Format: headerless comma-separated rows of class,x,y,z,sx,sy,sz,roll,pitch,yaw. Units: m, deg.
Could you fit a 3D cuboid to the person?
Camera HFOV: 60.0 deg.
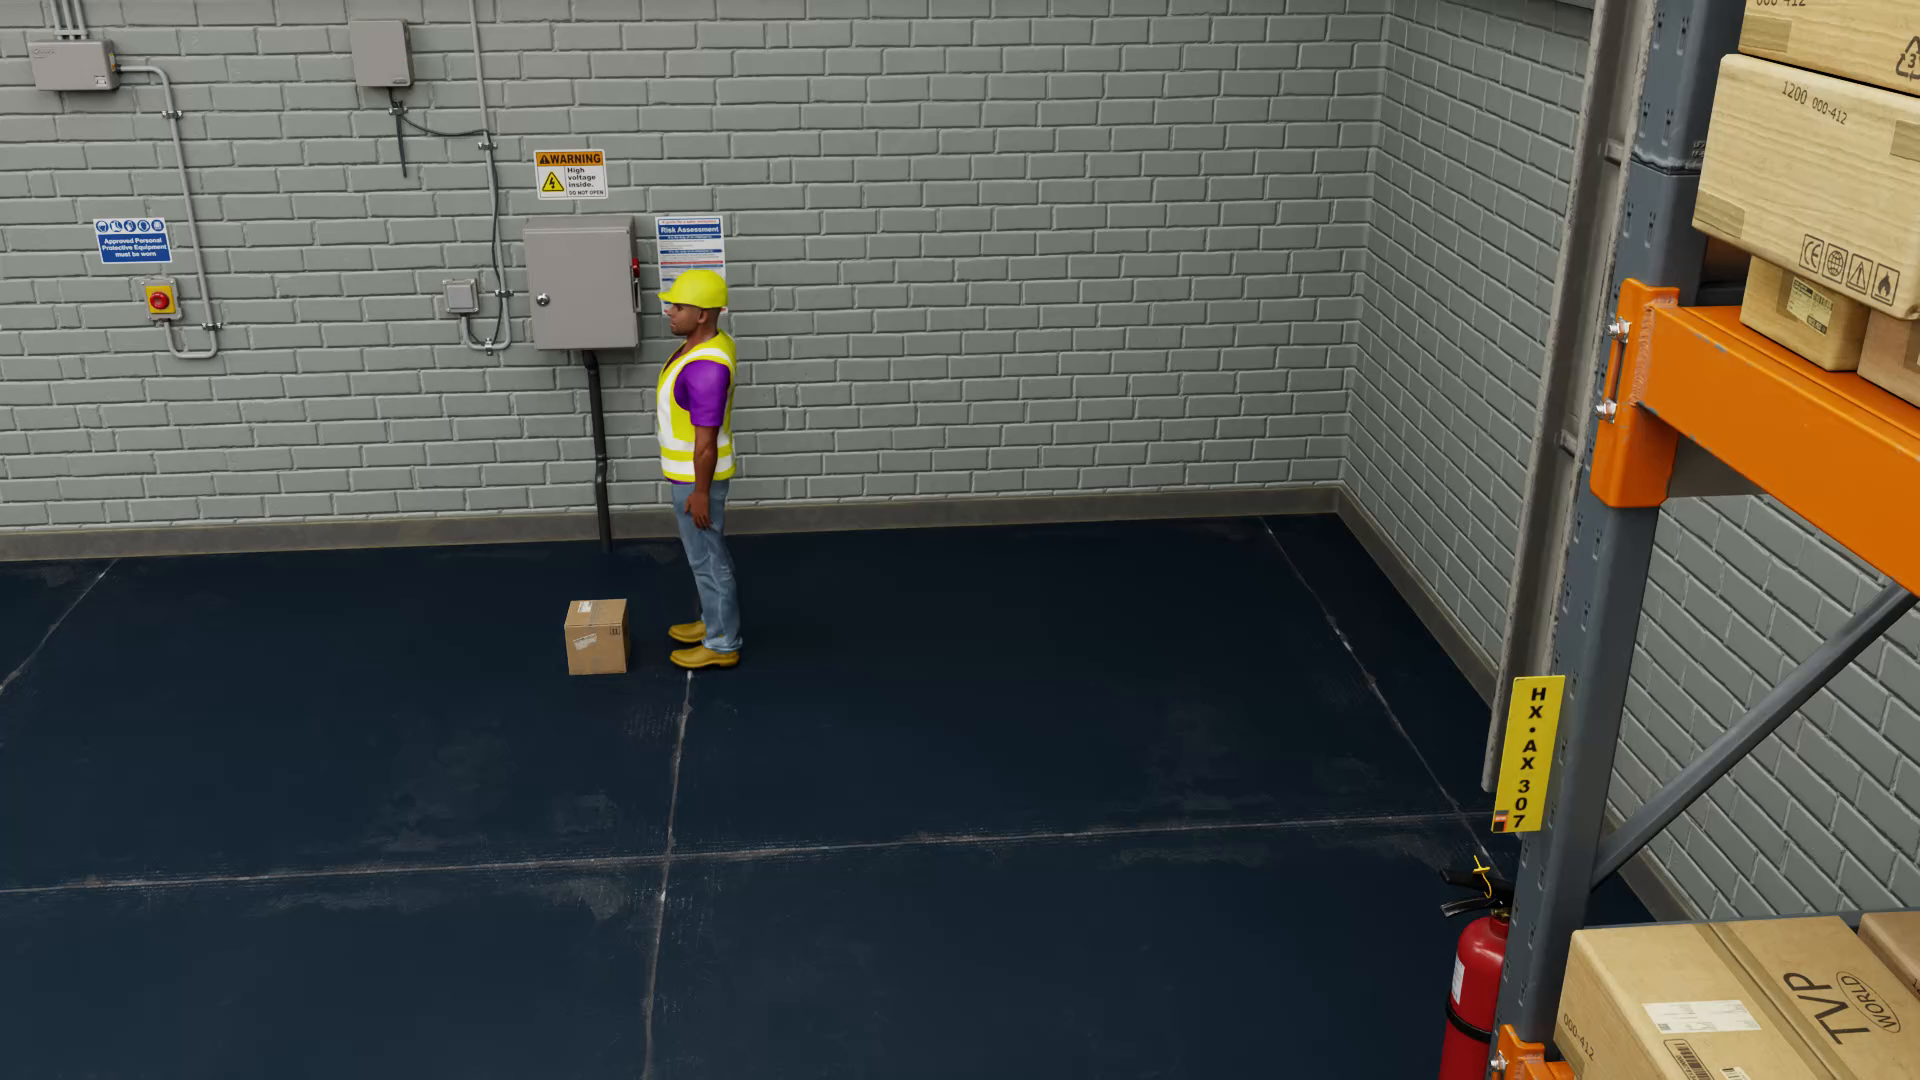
person,-1.137,-0.300,7.193,0.391,1.767,0.564,-2,24,-5
